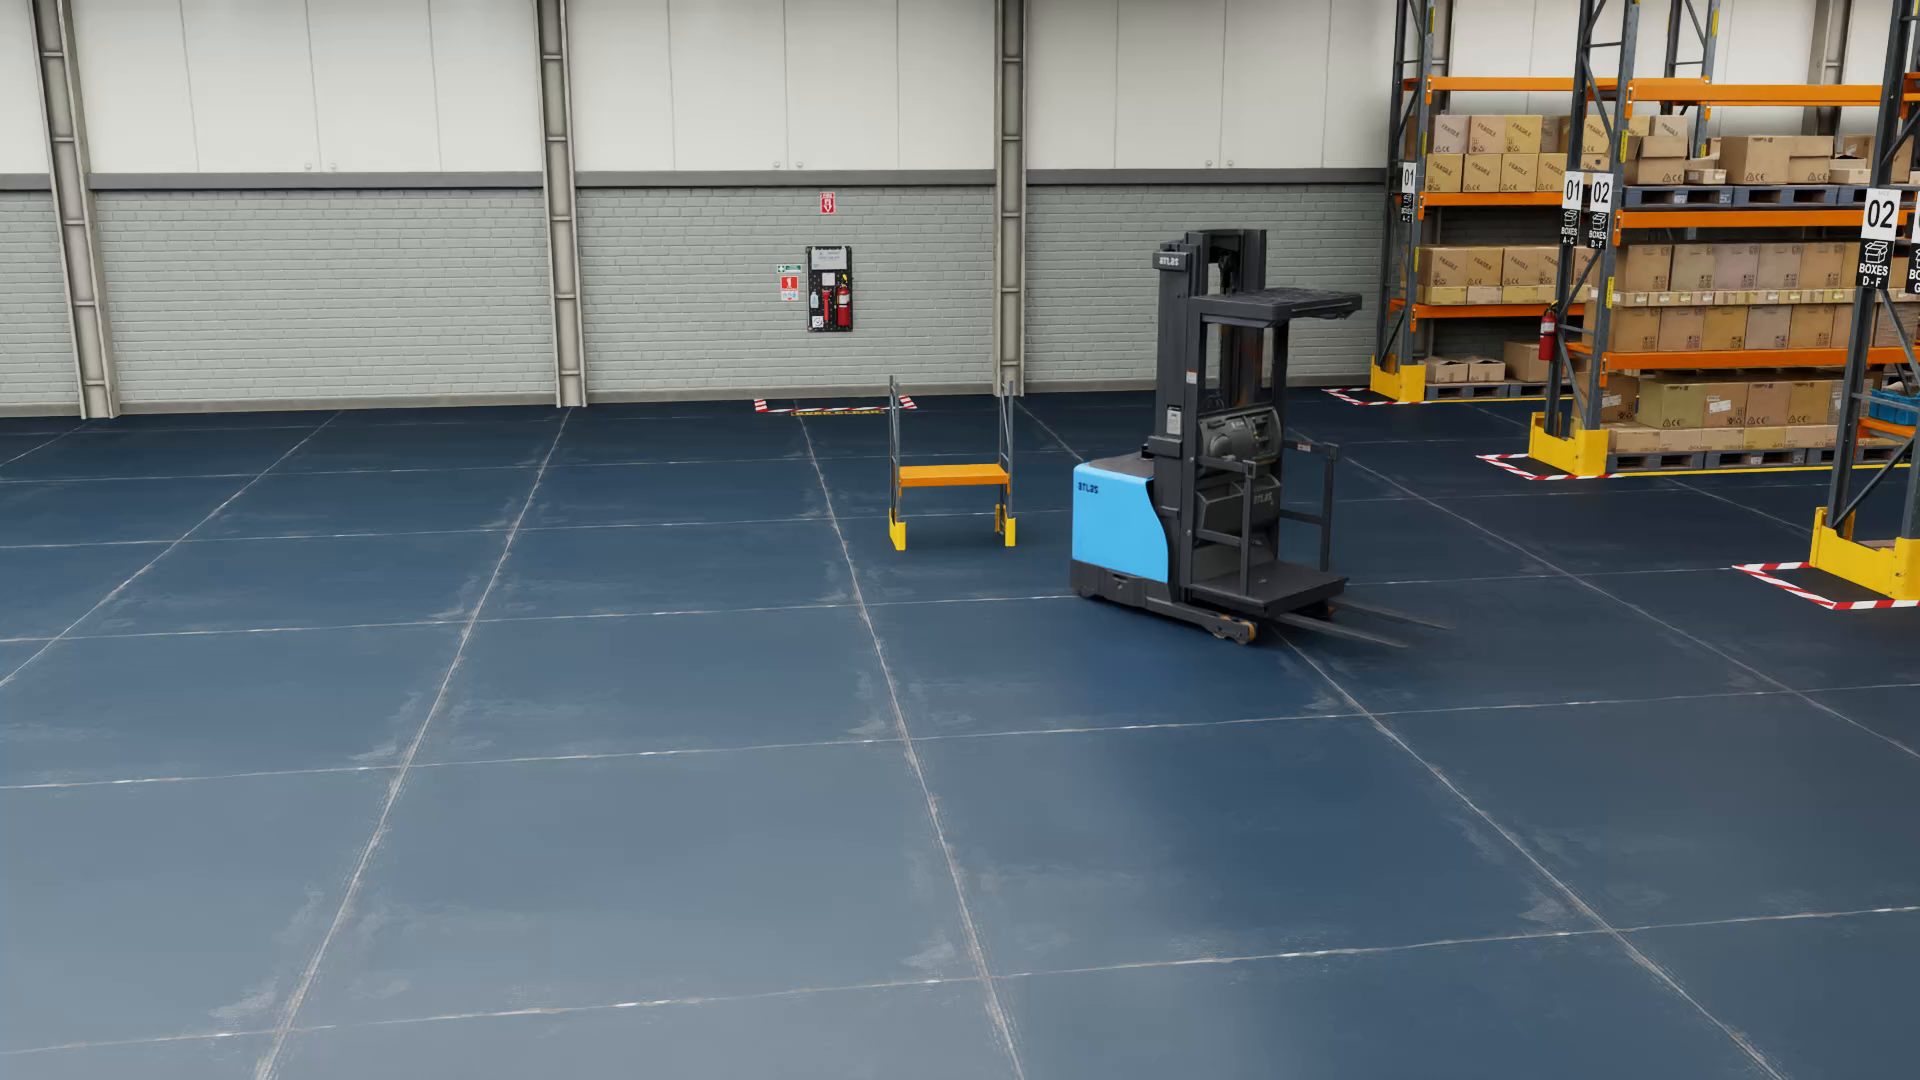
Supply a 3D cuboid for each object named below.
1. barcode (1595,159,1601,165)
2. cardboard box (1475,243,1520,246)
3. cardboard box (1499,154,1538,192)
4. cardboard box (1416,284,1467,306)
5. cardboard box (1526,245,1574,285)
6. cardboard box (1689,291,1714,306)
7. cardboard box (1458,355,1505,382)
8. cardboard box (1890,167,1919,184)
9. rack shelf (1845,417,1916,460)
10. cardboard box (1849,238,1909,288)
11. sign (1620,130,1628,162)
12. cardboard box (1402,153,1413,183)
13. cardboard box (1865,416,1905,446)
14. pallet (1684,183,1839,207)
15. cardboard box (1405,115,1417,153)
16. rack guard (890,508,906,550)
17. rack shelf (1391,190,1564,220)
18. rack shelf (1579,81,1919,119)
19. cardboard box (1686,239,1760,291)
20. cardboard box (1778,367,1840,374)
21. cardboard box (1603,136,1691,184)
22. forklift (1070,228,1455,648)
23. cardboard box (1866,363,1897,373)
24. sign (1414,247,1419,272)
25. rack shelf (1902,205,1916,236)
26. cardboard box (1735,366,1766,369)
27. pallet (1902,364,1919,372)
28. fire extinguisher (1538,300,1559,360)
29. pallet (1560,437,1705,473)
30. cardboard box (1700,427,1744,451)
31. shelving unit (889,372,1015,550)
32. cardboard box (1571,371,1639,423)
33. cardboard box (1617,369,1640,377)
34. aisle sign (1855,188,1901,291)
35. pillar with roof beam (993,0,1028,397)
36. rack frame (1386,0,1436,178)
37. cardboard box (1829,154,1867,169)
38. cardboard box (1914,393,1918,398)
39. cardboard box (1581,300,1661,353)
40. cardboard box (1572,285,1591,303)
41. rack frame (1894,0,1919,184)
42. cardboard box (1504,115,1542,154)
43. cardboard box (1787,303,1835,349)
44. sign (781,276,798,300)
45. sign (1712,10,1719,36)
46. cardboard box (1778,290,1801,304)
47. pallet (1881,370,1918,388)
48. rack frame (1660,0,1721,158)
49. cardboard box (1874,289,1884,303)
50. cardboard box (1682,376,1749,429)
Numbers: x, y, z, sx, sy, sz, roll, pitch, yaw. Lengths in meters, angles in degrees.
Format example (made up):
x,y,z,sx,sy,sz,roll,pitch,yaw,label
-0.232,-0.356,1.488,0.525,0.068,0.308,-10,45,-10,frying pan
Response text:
x,y,z,sx,sy,sz,roll,pitch,yaw,label
7.019,-4.155,18.293,0.075,0.075,0.001,-2,14,-8,barcode
7.495,-3.888,23.311,0.500,0.500,0.500,-2,14,-10,cardboard box
7.468,-4.979,22.524,0.500,0.500,0.500,-1,14,-6,cardboard box
6.580,-3.361,22.755,0.500,0.250,0.500,-3,14,-10,cardboard box
8.078,-3.783,22.895,0.500,0.500,0.500,-2,14,-7,cardboard box
7.970,-2.645,18.091,0.250,0.149,0.380,-2,14,-9,cardboard box
7.312,-2.417,23.342,0.500,0.311,0.500,-1,14,-4,cardboard box
13.289,-5.104,23.409,0.500,0.311,0.500,-2,14,-8,cardboard box
9.504,-0.824,13.847,4.000,0.370,1.077,-2,14,-8,rack shelf
10.310,-3.097,18.560,0.500,0.500,0.700,-2,14,-8,cardboard box
6.869,-4.075,17.208,0.005,0.325,0.100,-2,14,-8,sign
6.425,-5.072,22.896,0.500,0.500,0.500,-1,14,-4,cardboard box
10.322,-1.237,18.807,0.500,0.250,0.500,-2,14,-8,cardboard box
8.704,-3.768,18.125,1.213,0.211,1.003,-2,14,-8,pallet
6.438,-5.560,22.785,0.500,0.500,0.500,-1,14,-6,cardboard box
-0.568,-0.100,15.137,0.087,0.250,0.587,-2,14,-8,rack guard
8.028,-4.662,22.984,4.000,0.370,1.077,-2,14,-8,rack shelf
8.770,-4.731,17.917,4.000,0.370,1.077,-2,14,-8,rack shelf
8.326,-3.024,18.270,0.500,0.500,0.700,-2,14,-8,cardboard box
9.749,-1.709,19.146,0.500,0.500,0.500,-2,14,-8,cardboard box
7.361,-4.088,17.855,0.637,0.503,0.797,-1,14,-4,cardboard box
2.260,-0.797,12.401,1.130,2.935,3.031,-13,19,-41,forklift
13.257,-2.735,24.225,0.500,0.500,0.700,-2,14,-8,cardboard box
6.131,-3.773,22.347,0.005,0.325,0.100,-2,14,-8,sign
12.725,-3.615,18.812,4.000,0.370,1.077,-2,14,-8,rack shelf
11.235,-2.691,24.046,0.500,0.500,0.700,-2,14,-9,cardboard box
14.752,-2.431,24.510,1.213,0.211,1.003,-2,14,-8,pallet
6.606,-2.362,18.660,0.183,0.674,0.296,-2,14,-8,fire extinguisher
7.542,-0.977,18.712,1.213,0.211,1.003,-2,14,-8,pallet
8.344,-1.165,18.517,0.500,0.250,0.500,-2,14,-8,cardboard box
-0.075,-0.725,15.057,1.083,1.500,0.587,-2,14,-8,shelving unit
7.278,-1.617,18.777,0.500,0.500,0.500,-2,14,-8,cardboard box
9.481,-2.441,23.736,0.250,0.166,0.380,-4,15,-16,cardboard box
7.411,-2.430,13.429,0.004,0.787,0.394,-2,14,-8,aisle sign
1.322,-5.374,18.178,0.400,9.000,9.100,-2,14,-8,pillar with roof beam
6.050,-6.393,22.243,0.127,3.000,1.000,-2,14,-8,rack frame
9.676,-4.146,18.480,0.500,0.311,0.500,-3,14,-11,cardboard box
11.193,-1.534,18.836,0.500,0.311,0.500,-2,14,-8,cardboard box
7.256,-2.354,18.265,0.500,0.500,0.700,-2,14,-8,cardboard box
8.594,-3.437,23.056,0.500,0.250,0.500,-2,14,-9,cardboard box
10.748,-5.347,18.070,0.127,3.000,1.000,-2,14,-8,rack frame
7.476,-5.464,22.403,0.500,0.500,0.500,-2,14,-7,cardboard box
9.292,-2.430,18.566,0.500,0.500,0.700,-2,14,-7,cardboard box
-2.331,-3.441,22.731,0.234,0.329,0.001,-2,14,-8,sign
10.068,-6.898,22.175,0.005,0.325,0.100,-2,14,-8,sign
8.993,-2.682,18.241,0.250,0.149,0.380,-2,14,-6,cardboard box
13.188,-2.393,24.356,1.213,0.211,1.003,-2,14,-8,pallet
10.006,-6.538,22.821,0.127,3.000,1.000,-2,14,-8,rack frame
10.007,-2.720,18.390,0.250,0.149,0.380,-3,14,-10,cardboard box
8.342,-1.531,18.437,0.500,0.500,0.500,-2,14,-8,cardboard box
